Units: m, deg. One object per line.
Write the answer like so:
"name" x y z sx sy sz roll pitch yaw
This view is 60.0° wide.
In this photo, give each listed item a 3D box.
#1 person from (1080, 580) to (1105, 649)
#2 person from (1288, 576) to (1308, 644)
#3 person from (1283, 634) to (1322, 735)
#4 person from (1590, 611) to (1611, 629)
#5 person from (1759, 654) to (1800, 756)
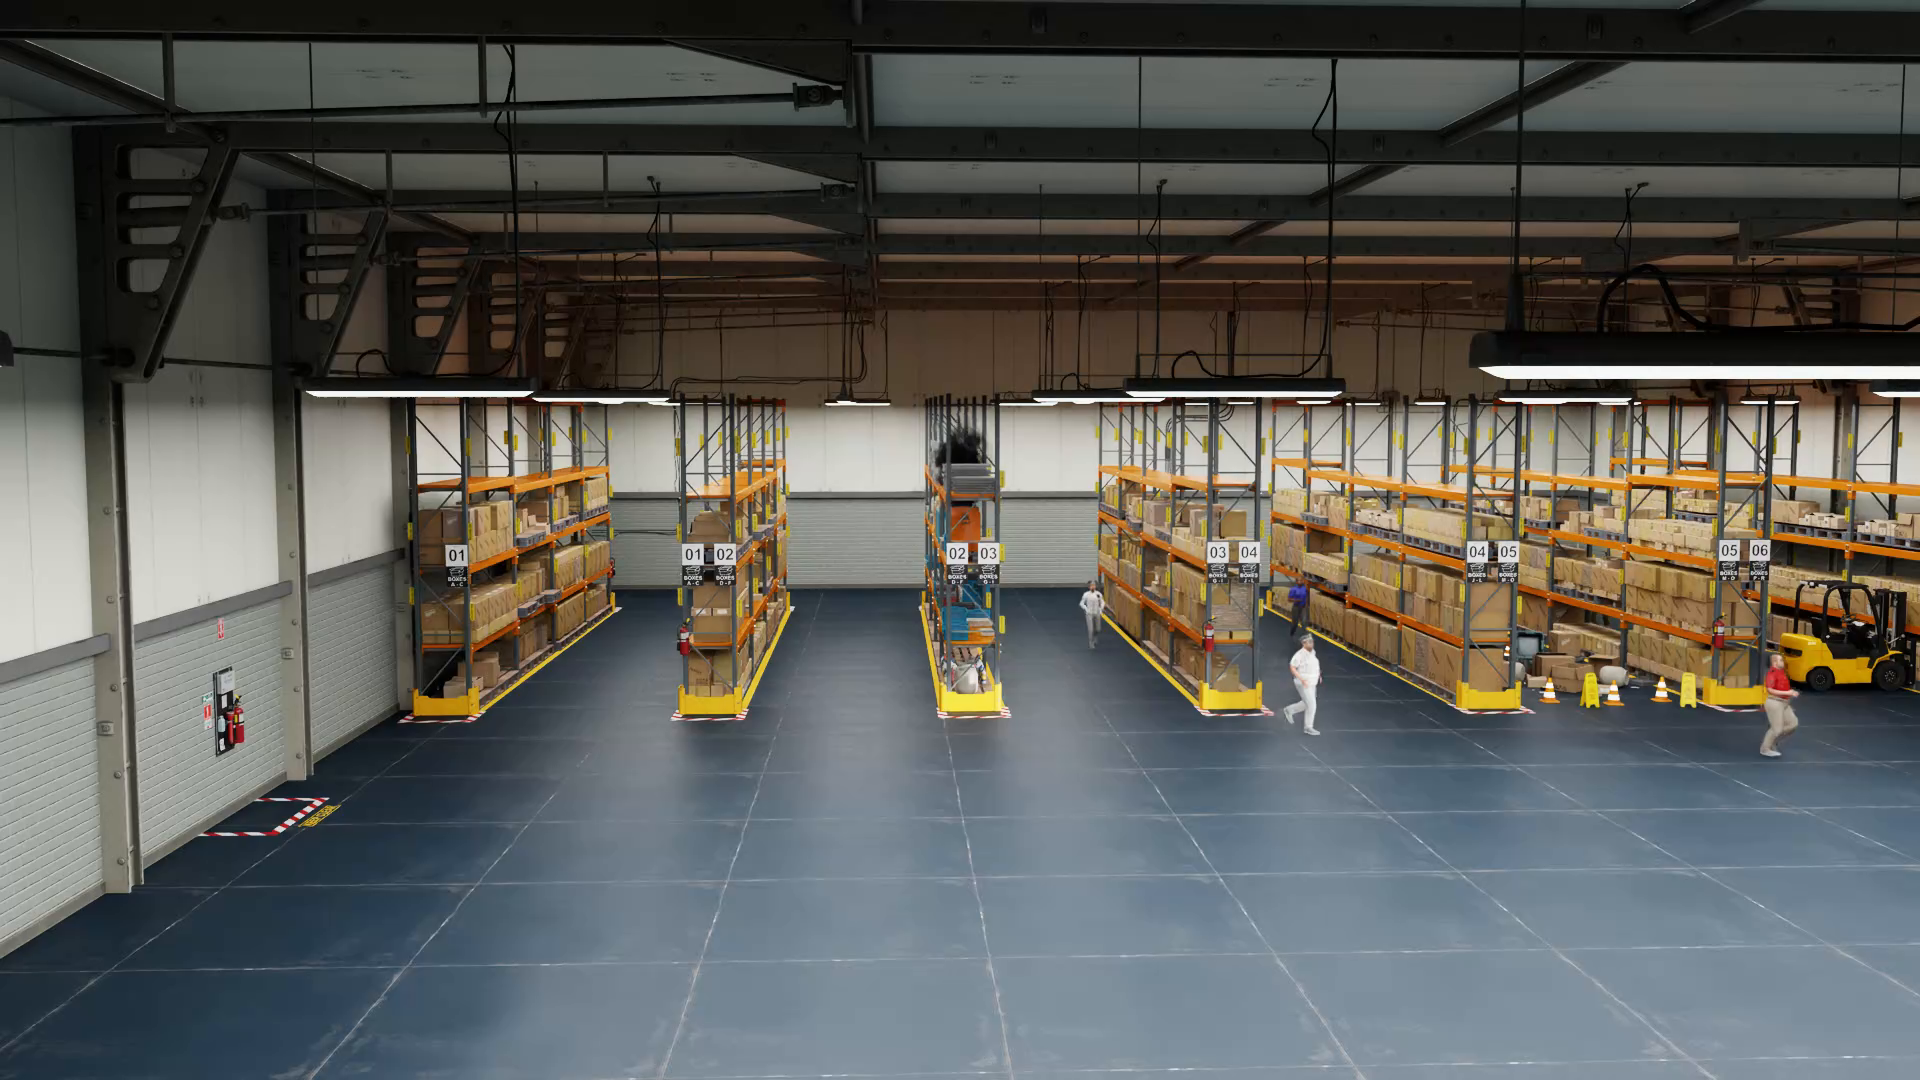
"person" 3.172 1.764 39.678 0.612 1.648 0.558 0 5 -4
"person" 8.192 1.702 40.159 0.578 1.643 0.870 -1 5 -8
"person" 6.055 2.521 29.403 0.779 1.782 0.673 4 6 42
"person" 16.360 1.471 42.463 0.689 1.836 0.832 -1 5 -8
"person" 13.465 2.724 27.247 0.648 1.708 0.621 -4 6 -45
